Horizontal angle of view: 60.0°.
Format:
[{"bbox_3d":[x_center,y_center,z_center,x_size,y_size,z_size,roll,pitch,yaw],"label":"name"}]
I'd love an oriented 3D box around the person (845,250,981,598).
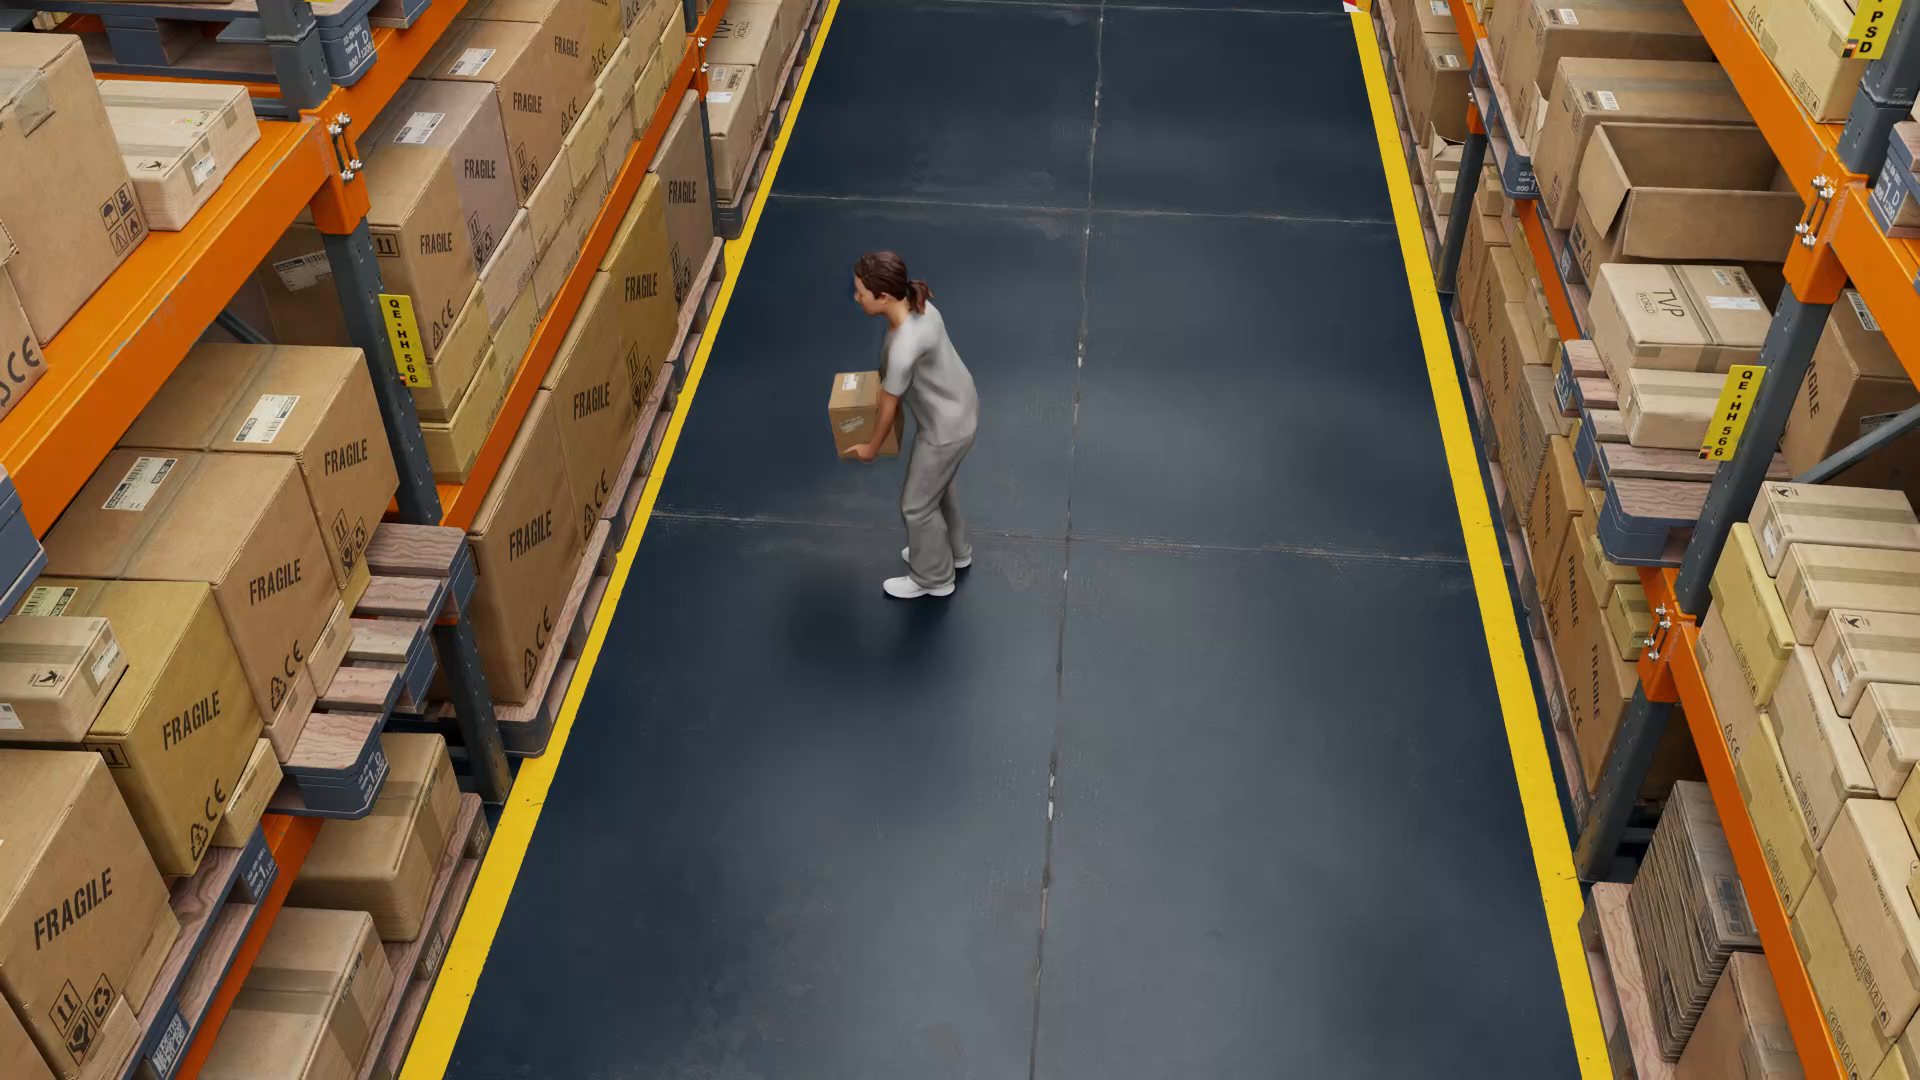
[{"bbox_3d":[-0.188,-0.451,6.734,0.536,1.626,0.405,3,40,3],"label":"person"}]
